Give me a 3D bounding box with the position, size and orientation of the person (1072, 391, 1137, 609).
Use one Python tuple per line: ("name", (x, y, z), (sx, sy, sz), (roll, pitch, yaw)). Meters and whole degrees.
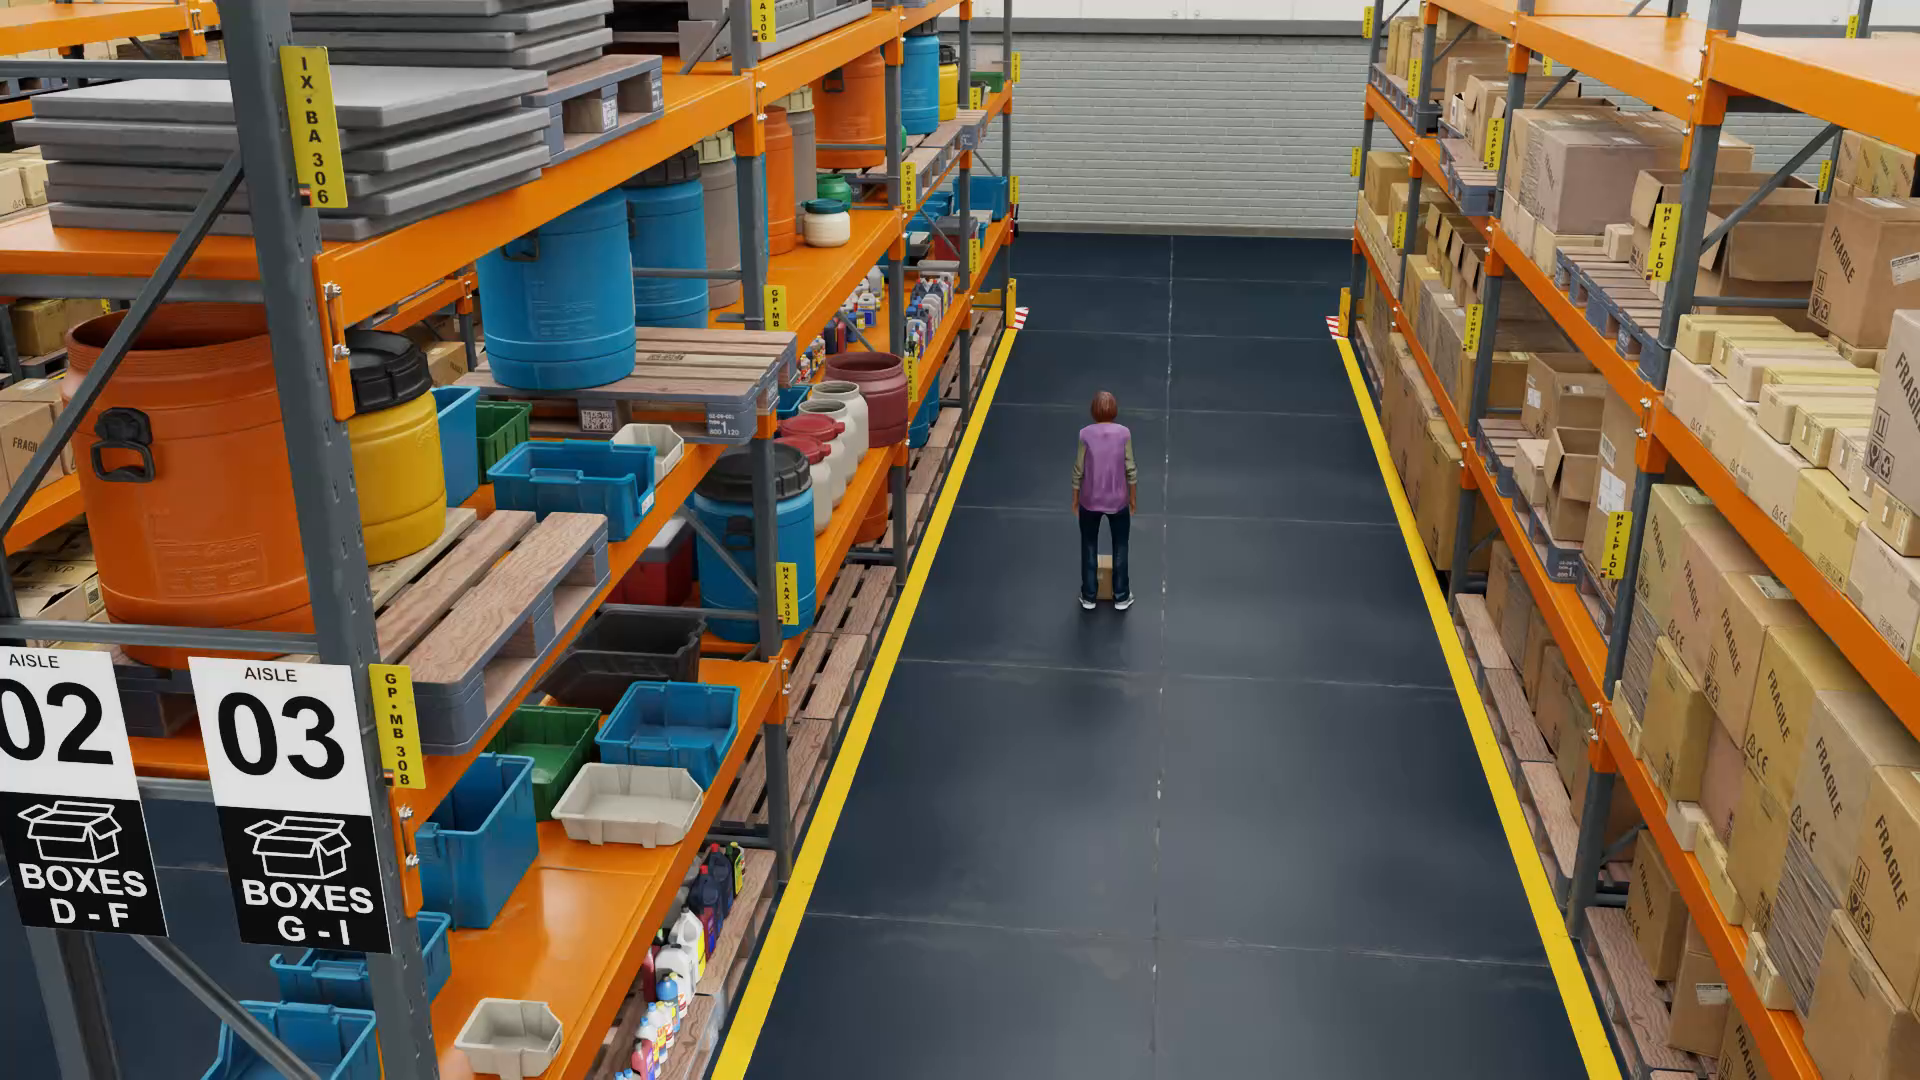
("person", (1.025, -0.266, 11.777), (0.475, 1.591, 0.345), (1, 22, 3))
